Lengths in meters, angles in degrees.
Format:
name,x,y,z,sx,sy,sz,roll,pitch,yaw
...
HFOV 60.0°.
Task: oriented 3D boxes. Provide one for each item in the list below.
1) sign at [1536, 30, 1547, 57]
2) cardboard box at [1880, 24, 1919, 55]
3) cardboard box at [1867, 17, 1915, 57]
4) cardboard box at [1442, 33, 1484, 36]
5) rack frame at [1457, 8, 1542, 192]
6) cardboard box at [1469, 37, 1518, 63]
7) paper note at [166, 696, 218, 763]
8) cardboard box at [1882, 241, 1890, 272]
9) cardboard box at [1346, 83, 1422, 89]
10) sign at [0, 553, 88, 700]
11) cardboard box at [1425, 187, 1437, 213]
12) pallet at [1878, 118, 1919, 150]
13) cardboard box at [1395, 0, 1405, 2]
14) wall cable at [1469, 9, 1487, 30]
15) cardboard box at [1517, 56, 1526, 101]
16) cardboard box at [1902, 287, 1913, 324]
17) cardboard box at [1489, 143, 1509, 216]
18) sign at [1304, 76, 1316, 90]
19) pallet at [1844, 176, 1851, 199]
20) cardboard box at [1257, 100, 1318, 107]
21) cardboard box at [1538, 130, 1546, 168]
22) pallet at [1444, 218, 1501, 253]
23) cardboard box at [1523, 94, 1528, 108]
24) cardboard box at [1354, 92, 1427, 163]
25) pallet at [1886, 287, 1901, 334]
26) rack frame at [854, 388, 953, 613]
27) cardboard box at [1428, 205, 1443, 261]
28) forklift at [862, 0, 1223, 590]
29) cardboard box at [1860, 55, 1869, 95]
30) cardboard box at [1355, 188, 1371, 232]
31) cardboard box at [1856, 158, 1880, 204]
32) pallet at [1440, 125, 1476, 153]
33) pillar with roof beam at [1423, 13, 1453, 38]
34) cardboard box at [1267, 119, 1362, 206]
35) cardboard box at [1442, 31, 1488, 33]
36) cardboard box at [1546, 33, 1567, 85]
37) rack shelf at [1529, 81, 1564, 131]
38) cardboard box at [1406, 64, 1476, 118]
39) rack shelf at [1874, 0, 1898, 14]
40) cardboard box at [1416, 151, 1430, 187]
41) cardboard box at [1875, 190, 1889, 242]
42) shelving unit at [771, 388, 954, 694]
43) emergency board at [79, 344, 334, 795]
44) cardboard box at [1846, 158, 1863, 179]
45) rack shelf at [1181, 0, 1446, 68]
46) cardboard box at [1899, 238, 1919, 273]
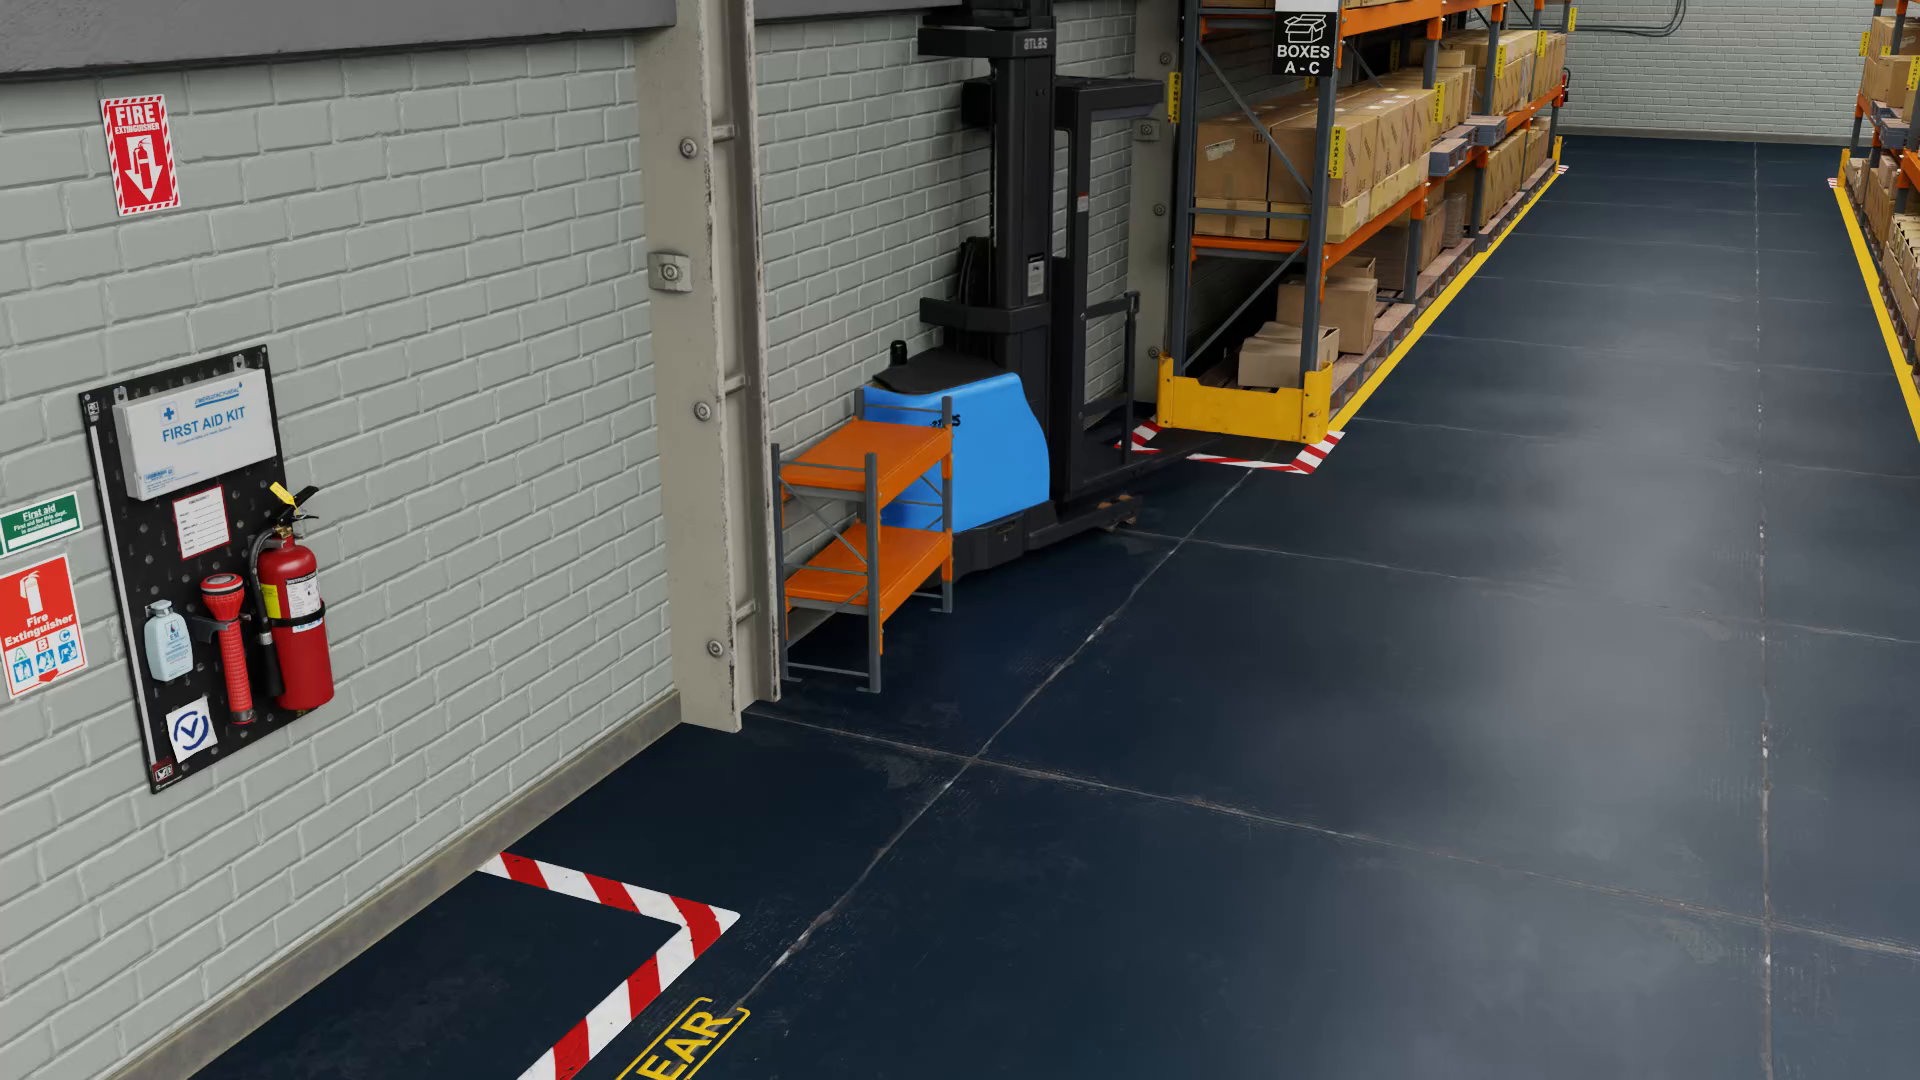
name,x,y,z,sx,sy,sz,roll,pitch,yaw
sign,7.349,-6.273,21.021,0.100,0.325,0.005,9,21,23
cardboard box,11.549,-6.023,20.286,0.500,0.500,0.500,8,21,22
cardboard box,12.586,-6.799,22.469,0.500,0.500,0.500,9,22,24
cardboard box,6.015,-5.966,20.027,0.500,0.250,0.500,8,21,21
rack frame,6.850,-5.836,21.403,1.000,3.000,0.127,9,21,23
cardboard box,6.053,-5.585,18.953,0.500,0.250,0.500,9,21,23
paper note,-2.206,0.544,4.778,0.016,0.148,0.142,9,21,23
cardboard box,9.250,-2.717,16.110,0.500,0.250,0.500,8,21,23
cardboard box,3.813,-3.796,14.860,0.700,0.500,0.500,9,21,23
sign,-2.391,0.222,4.315,0.001,0.329,0.234,9,21,23
cardboard box,4.468,-3.445,16.635,0.500,0.250,0.500,8,21,22
pallet,9.946,-4.061,16.698,1.213,0.211,1.003,9,21,23
cardboard box,2.962,-4.191,12.120,0.500,0.500,0.500,10,22,26
wall cable,8.149,-8.059,26.136,0.084,1.984,1.851,9,21,23
cardboard box,6.477,-5.547,19.968,0.500,0.500,0.500,9,21,23
cardboard box,8.209,-1.935,13.911,0.500,0.250,0.500,8,21,22
cardboard box,5.997,-4.272,19.586,0.750,0.750,0.750,8,21,22
sign,3.066,-4.011,14.543,0.100,0.325,0.005,9,21,23
pallet,12.652,-4.799,22.649,1.003,0.211,1.213,9,21,23
cardboard box,2.564,-3.098,12.779,0.500,0.500,0.500,9,21,23
cardboard box,8.087,-5.698,24.119,0.700,0.500,0.500,8,21,23
pallet,5.603,-3.530,19.080,1.003,0.211,1.213,9,21,23
cardboard box,6.888,-5.505,20.815,0.380,0.149,0.250,9,21,24
cardboard box,3.463,-3.342,13.465,0.500,0.500,0.500,8,21,22
pallet,8.859,-2.003,14.786,1.003,0.211,1.213,9,21,23
rack frame,-0.280,-0.190,8.323,0.500,1.125,0.032,6,21,17
cardboard box,4.470,-3.118,16.834,0.700,0.500,0.500,8,21,22
forklift,0.420,-1.535,9.412,1.130,2.935,3.031,17,26,39
cardboard box,12.586,-6.328,22.636,0.500,0.500,0.500,9,21,24
cardboard box,2.625,-2.373,11.858,0.500,0.250,0.500,8,21,21
cardboard box,11.345,-4.400,20.439,0.500,0.500,0.500,9,21,23
pallet,4.439,-3.912,16.279,1.003,0.211,1.213,9,21,23
pillar with roof beam,10.275,-8.405,19.672,9.100,9.000,0.400,9,21,23
cardboard box,2.406,-2.565,11.278,0.500,0.500,0.500,9,21,23
cardboard box,6.216,-6.120,20.460,0.500,0.250,0.500,9,21,23
cardboard box,8.288,-7.043,24.348,0.980,0.700,0.700,10,22,25
rack shelf,7.669,-6.109,23.242,1.077,0.370,4.000,9,21,23
cardboard box,5.028,-4.723,17.466,0.700,0.500,0.500,6,20,16
rack shelf,12.190,-6.843,20.832,1.077,0.370,4.000,9,21,23
cardboard box,3.656,-3.143,14.024,0.500,0.250,0.500,9,21,23
cardboard box,10.114,-3.441,17.741,0.500,0.500,0.500,8,21,21
shelving unit,-0.440,-0.028,7.869,0.538,1.125,1.048,6,21,17
emergency board,-2.070,0.084,4.756,0.194,1.169,0.643,9,21,23
cardboard box,12.322,-5.012,22.532,0.500,0.250,0.500,9,21,23
rack shelf,2.755,-3.854,12.425,1.077,0.370,4.000,9,21,23
cardboard box,8.622,-2.507,14.681,0.500,0.311,0.500,8,21,22
